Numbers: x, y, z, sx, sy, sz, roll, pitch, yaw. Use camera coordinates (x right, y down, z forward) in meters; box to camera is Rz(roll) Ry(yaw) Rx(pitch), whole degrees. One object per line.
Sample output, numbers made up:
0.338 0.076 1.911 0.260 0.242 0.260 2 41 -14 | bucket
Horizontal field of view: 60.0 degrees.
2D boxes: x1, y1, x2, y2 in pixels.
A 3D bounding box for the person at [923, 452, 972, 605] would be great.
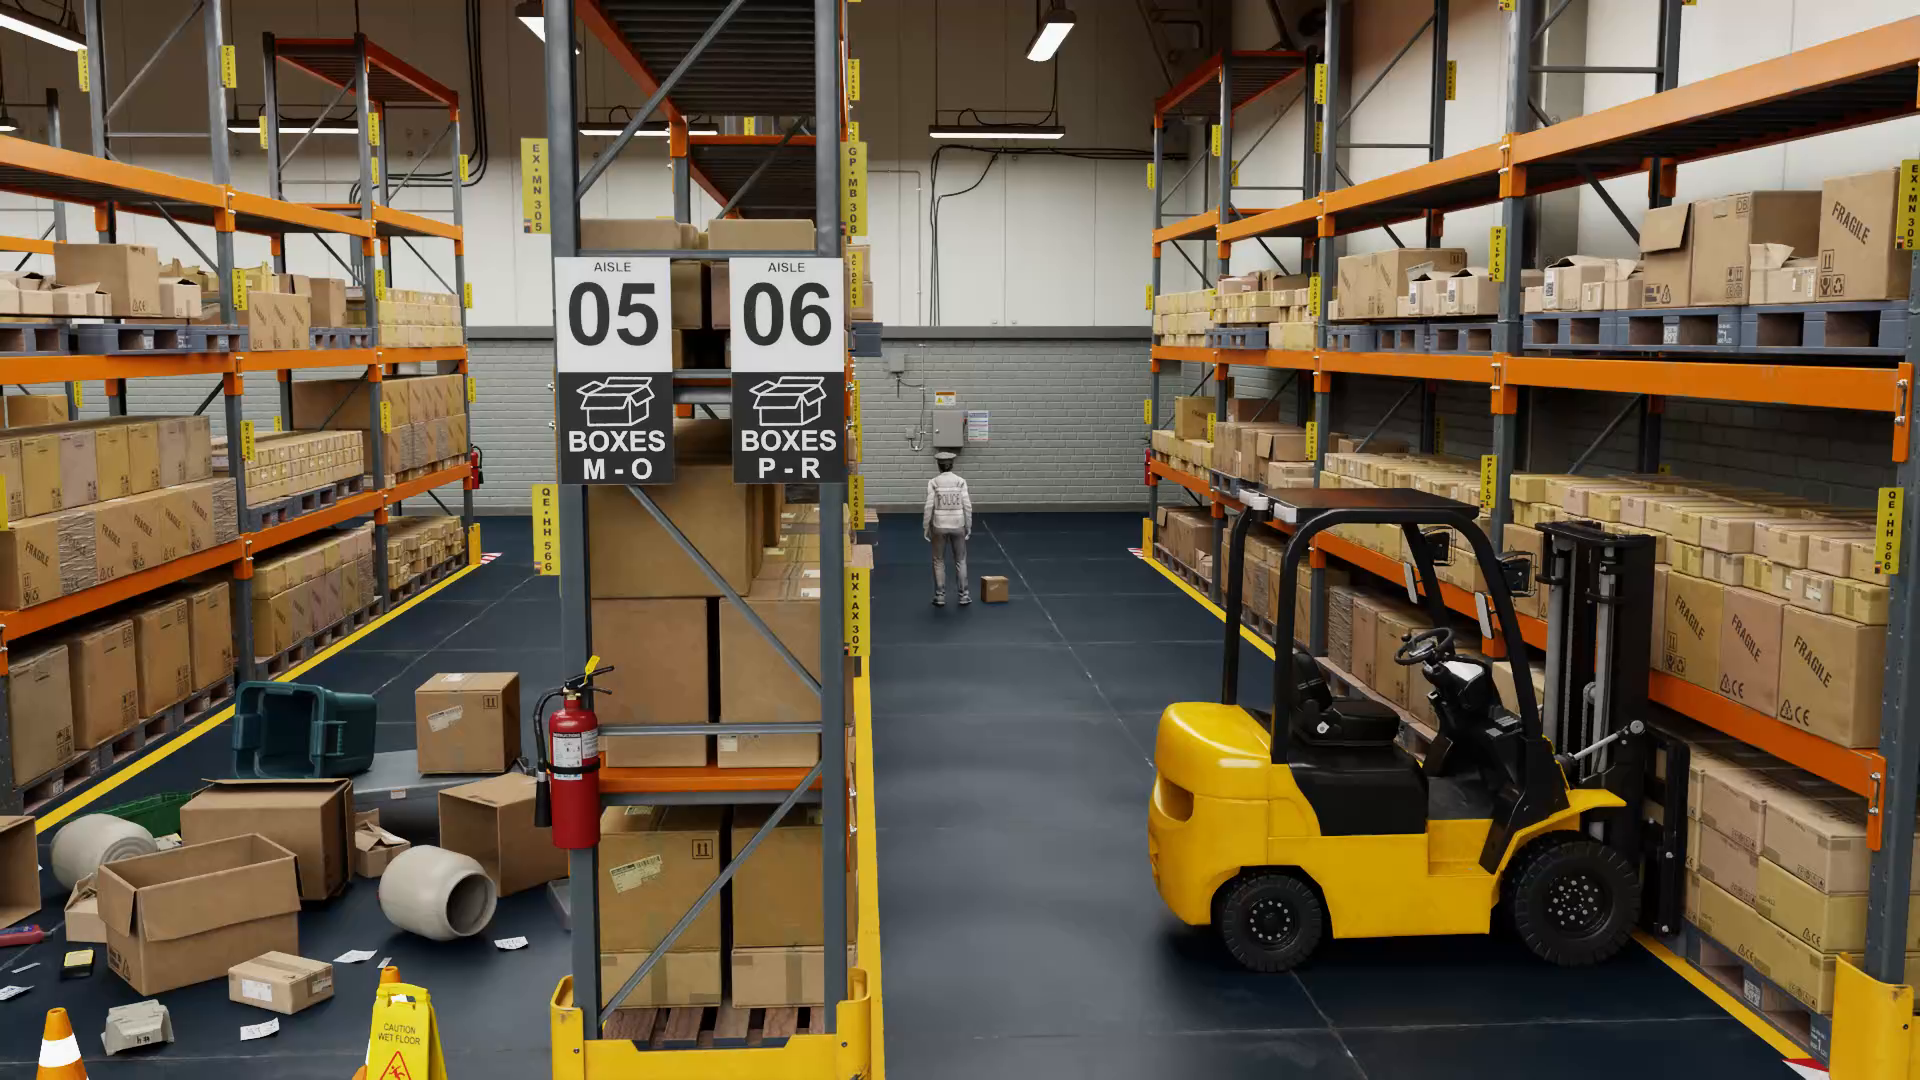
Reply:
-0.136 -0.124 18.239 0.546 1.666 0.341 -1 7 -6 | person
